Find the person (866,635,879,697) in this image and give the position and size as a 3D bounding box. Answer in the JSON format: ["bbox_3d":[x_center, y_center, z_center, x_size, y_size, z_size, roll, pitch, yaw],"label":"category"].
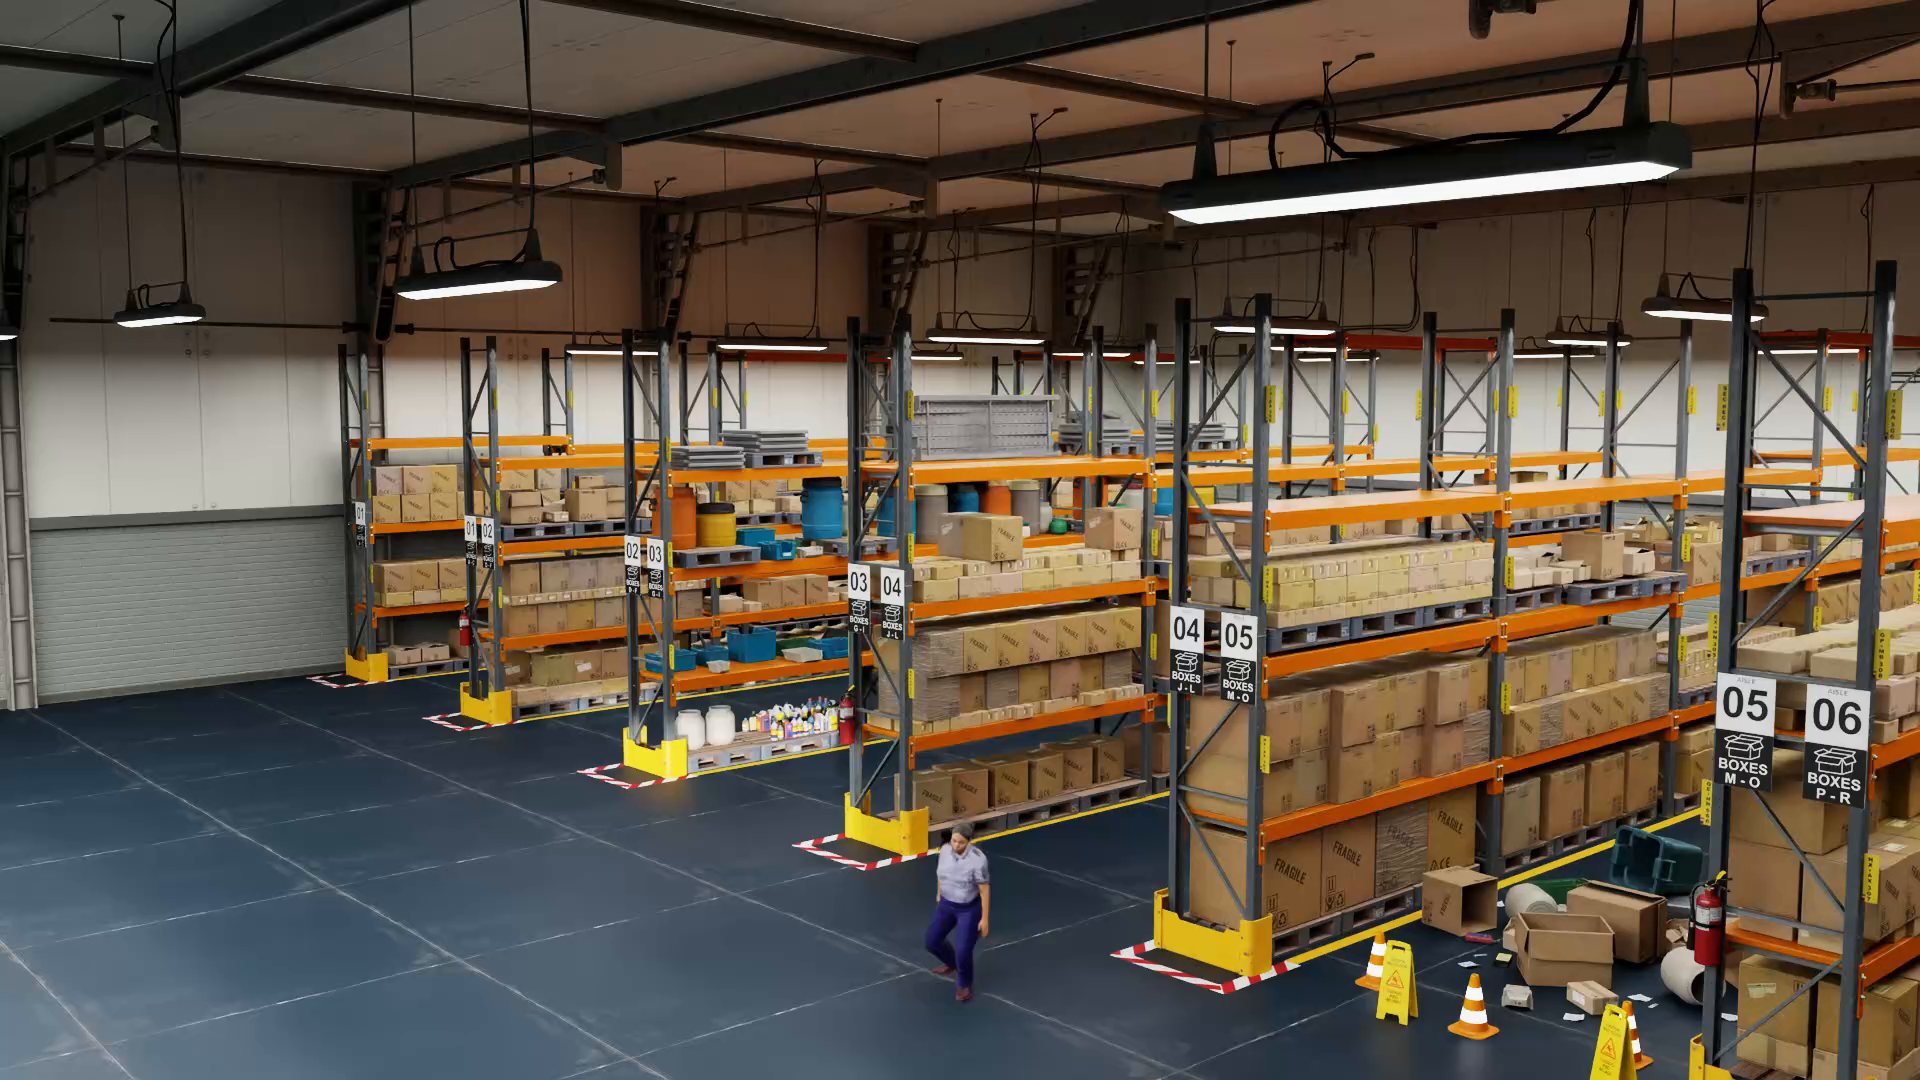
[{"bbox_3d":[-1.445,1.968,26.643,0.586,1.636,0.673,2,5,21],"label":"person"}]

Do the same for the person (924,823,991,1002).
[{"bbox_3d":[0.010,3.115,14.157,0.770,1.568,0.612,3,6,32],"label":"person"}]
